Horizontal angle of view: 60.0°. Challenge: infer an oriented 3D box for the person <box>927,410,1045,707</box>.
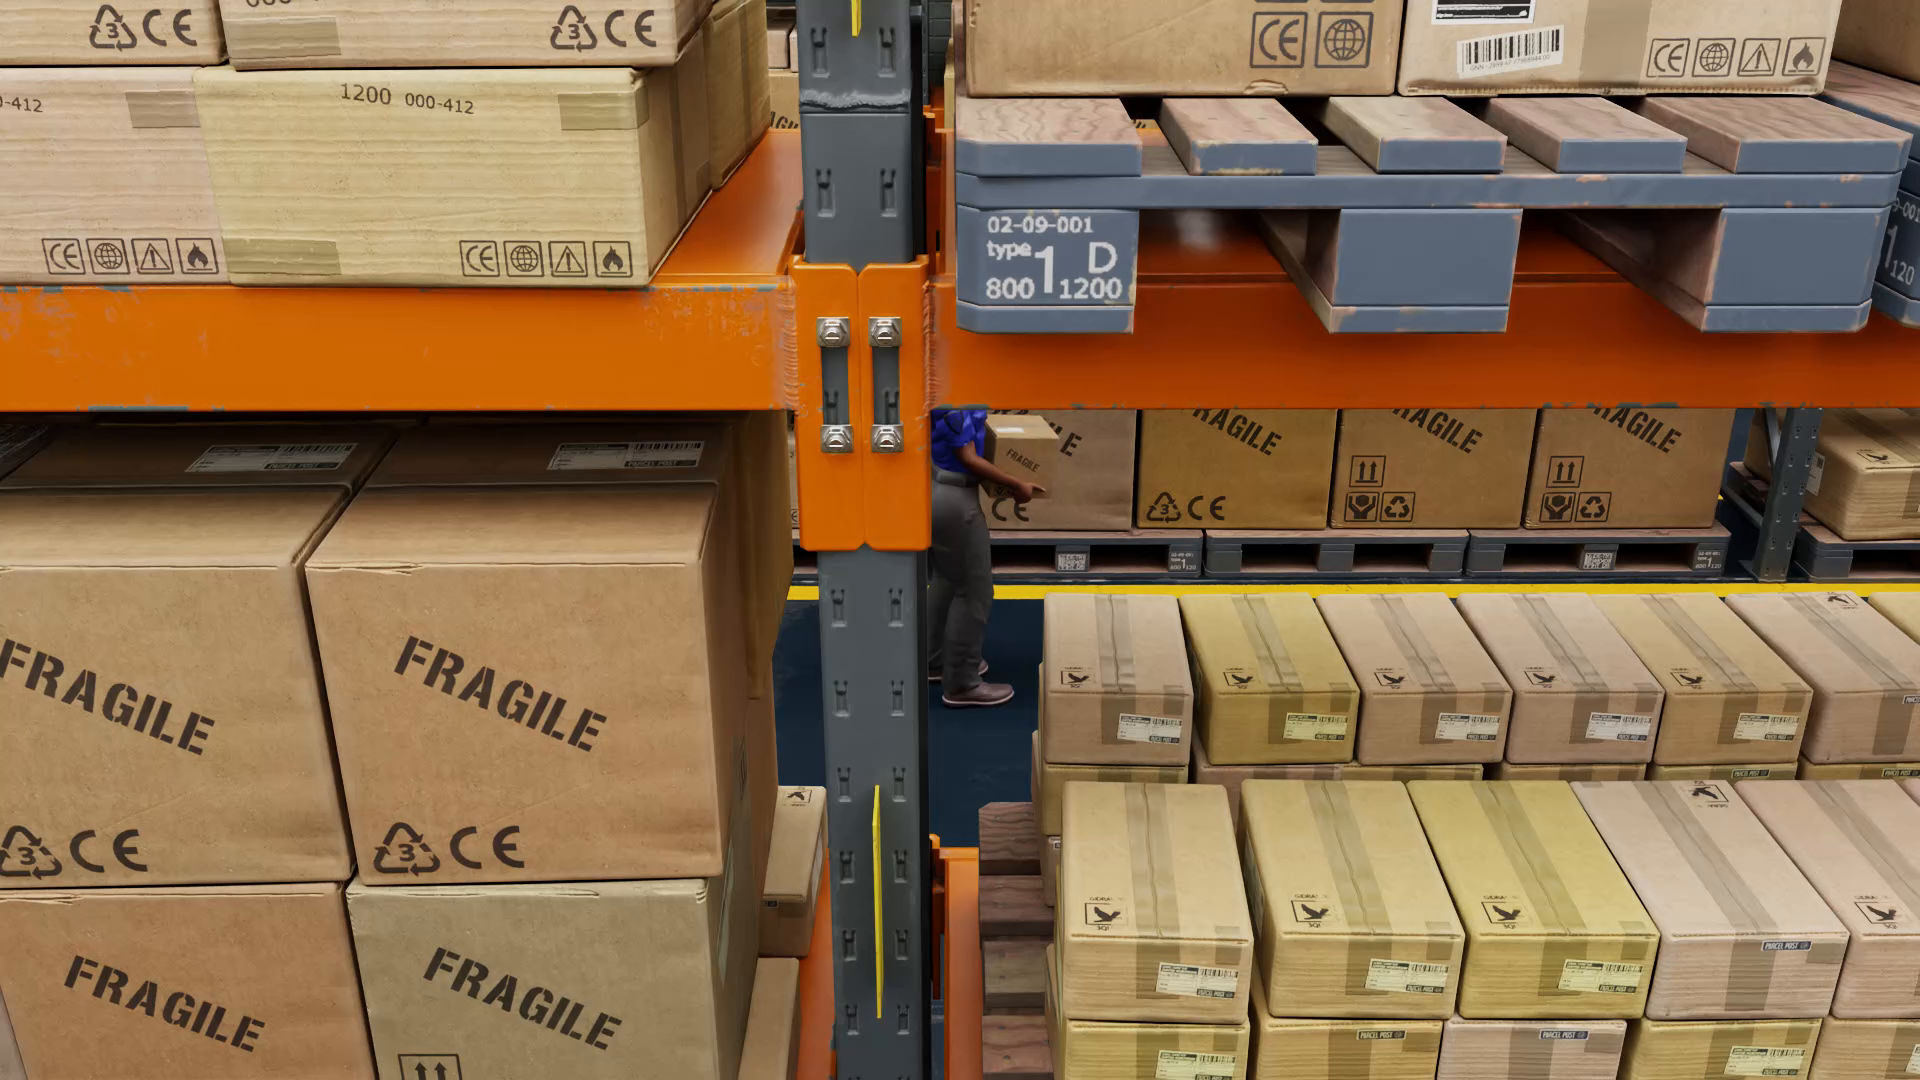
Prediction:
[{"bbox_3d":[0.038,-0.146,6.444,0.521,1.645,0.449,-6,25,-13],"label":"person"}]
